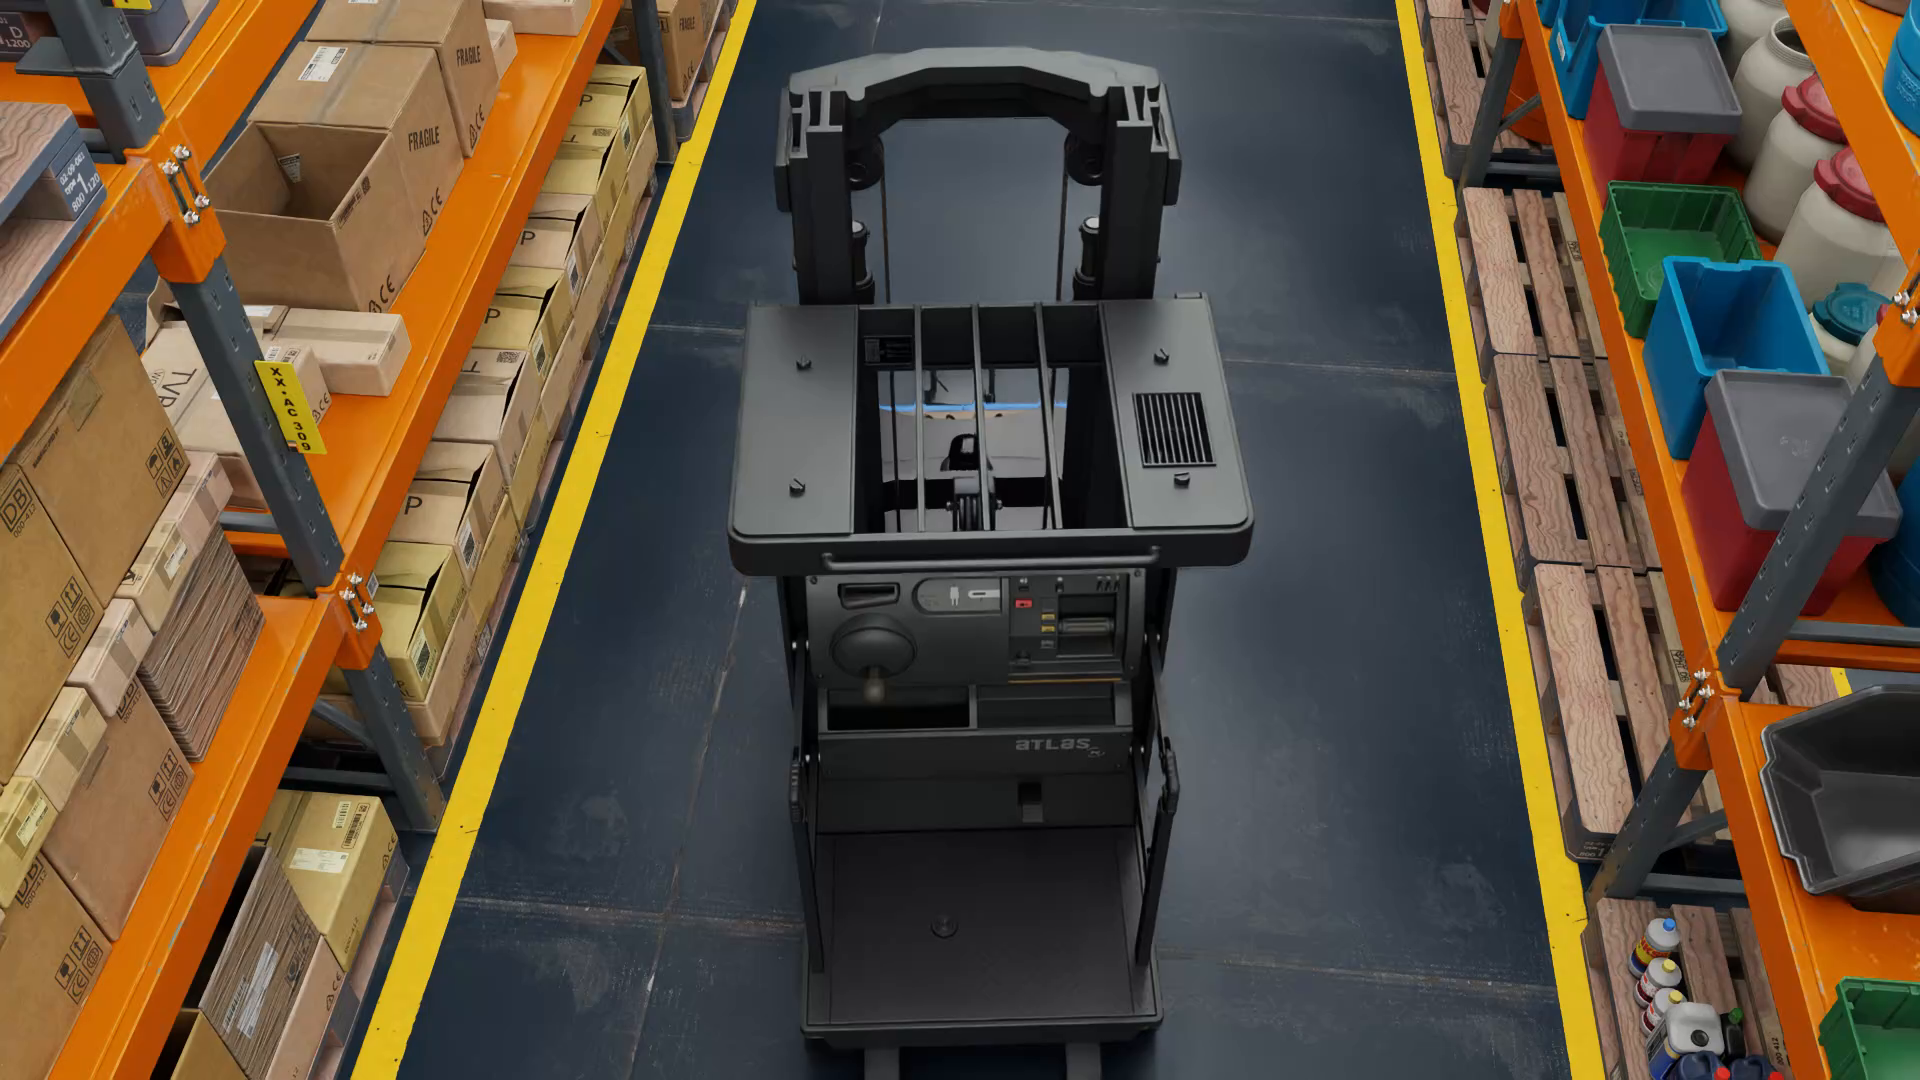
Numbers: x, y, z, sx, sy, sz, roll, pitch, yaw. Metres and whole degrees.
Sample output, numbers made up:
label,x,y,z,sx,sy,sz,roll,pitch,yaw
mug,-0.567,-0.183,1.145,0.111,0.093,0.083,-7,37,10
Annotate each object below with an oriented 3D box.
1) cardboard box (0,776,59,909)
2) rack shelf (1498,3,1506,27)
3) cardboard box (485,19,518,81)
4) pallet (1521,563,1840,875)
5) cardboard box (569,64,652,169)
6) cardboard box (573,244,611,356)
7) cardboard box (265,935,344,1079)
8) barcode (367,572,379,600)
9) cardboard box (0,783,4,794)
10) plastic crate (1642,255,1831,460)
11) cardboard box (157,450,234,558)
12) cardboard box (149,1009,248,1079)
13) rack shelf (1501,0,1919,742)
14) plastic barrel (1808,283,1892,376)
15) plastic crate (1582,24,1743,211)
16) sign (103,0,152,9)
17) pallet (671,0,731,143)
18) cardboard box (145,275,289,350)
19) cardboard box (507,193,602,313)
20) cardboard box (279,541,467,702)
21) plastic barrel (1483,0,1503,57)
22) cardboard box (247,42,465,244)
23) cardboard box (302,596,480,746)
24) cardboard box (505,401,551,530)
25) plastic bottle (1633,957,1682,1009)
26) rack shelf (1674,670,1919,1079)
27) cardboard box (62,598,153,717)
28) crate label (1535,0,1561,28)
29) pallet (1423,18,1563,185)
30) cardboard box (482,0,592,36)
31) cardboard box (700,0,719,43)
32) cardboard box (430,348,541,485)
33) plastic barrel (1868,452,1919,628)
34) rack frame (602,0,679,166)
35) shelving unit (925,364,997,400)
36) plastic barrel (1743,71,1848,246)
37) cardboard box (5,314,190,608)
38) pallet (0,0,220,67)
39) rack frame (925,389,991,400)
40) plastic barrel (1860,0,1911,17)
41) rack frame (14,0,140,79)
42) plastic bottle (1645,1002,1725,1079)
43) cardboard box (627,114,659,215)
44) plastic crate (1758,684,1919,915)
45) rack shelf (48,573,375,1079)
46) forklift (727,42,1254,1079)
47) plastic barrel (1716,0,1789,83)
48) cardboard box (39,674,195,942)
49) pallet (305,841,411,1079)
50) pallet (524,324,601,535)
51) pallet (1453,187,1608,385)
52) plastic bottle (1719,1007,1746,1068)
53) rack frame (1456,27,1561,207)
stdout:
label,x,y,z,sx,sy,sz,roll,pitch,yaw
cardboard box,-2.226,0.645,3.620,0.380,0.149,0.250,4,48,3
rack shelf,3.160,-3.895,8.767,1.077,0.370,4.000,4,48,4
cardboard box,-2.015,-1.978,6.696,0.380,0.149,0.250,7,48,6
pallet,2.646,0.633,6.028,1.003,0.211,1.213,4,48,4
cardboard box,-1.758,-2.005,7.750,0.500,0.311,0.500,5,48,5
cardboard box,-1.852,-1.066,7.271,0.500,0.250,0.500,5,48,4
cardboard box,-2.200,1.444,4.975,0.500,0.250,0.500,4,48,4
barcode,-1.882,0.147,5.328,0.001,0.075,0.075,4,48,4
cardboard box,-2.445,0.530,3.286,0.700,0.500,0.500,4,48,4
plastic crate,2.404,-0.554,5.235,0.392,0.384,0.575,4,48,4
cardboard box,-2.131,-0.103,4.304,0.380,0.149,0.250,4,48,3
cardboard box,-2.243,1.559,4.362,0.500,0.500,0.500,4,48,4
rack shelf,2.795,-0.955,6.078,1.077,0.370,4.000,4,48,4
plastic barrel,2.886,-0.644,5.400,0.301,0.262,0.301,0,48,0
plastic crate,2.525,-1.522,6.066,0.402,0.464,0.583,4,48,4
sign,-1.767,-1.242,3.416,0.100,0.325,0.005,4,48,4
pallet,-1.849,-2.609,8.993,1.003,0.211,1.213,4,48,4
cardboard box,-2.422,-0.677,5.428,0.396,0.266,0.258,3,48,3
cardboard box,-1.847,-1.252,7.061,0.500,0.311,0.500,4,48,3
cardboard box,-2.034,0.246,5.691,0.500,0.311,0.500,4,48,4
plastic barrel,2.967,-2.751,8.635,0.421,0.512,0.421,0,48,0
cardboard box,-2.140,-1.416,5.945,0.500,0.500,0.500,4,48,4
cardboard box,-2.036,0.442,5.891,0.500,0.250,0.500,3,48,3
cardboard box,-1.944,-0.314,6.583,0.500,0.250,0.500,3,48,2
plastic bottle,2.138,1.347,5.084,0.097,0.201,0.097,0,48,0
rack shelf,2.431,1.984,3.390,1.077,0.370,4.000,4,48,4
cardboard box,-2.177,0.272,3.962,0.380,0.149,0.250,3,48,2
crate label,2.566,-2.327,6.959,0.303,0.233,0.416,4,48,4
pallet,3.008,-2.309,8.719,1.003,0.211,1.213,4,48,4
cardboard box,-1.762,-2.239,6.936,0.380,0.149,0.250,4,48,4
cardboard box,-1.587,-3.009,8.865,0.500,0.500,0.500,2,48,2
cardboard box,-1.937,-0.502,6.375,0.500,0.311,0.500,2,48,2
plastic barrel,2.950,-0.161,4.525,0.600,0.901,0.708,4,48,4
rack frame,-1.955,-3.004,7.464,1.000,3.000,0.127,4,48,4
shelving unit,0.001,-0.310,6.423,0.258,0.900,0.210,4,48,4
plastic barrel,3.025,-1.320,5.832,0.433,0.535,0.433,0,48,0
cardboard box,-2.354,-0.209,3.962,0.700,0.500,0.500,4,48,4
pallet,-2.252,-1.661,4.333,0.805,0.209,1.217,2,48,2
rack frame,-0.009,-0.235,6.355,0.240,0.900,0.006,4,48,4
plastic barrel,2.503,-1.779,3.972,0.600,0.901,0.600,0,48,0
rack frame,-2.320,-2.089,2.562,1.000,3.000,0.127,4,48,4
plastic bottle,2.145,1.487,4.905,0.152,0.276,0.135,5,48,5
cardboard box,-1.760,-1.814,7.955,0.500,0.250,0.500,5,48,4
plastic crate,2.438,0.669,4.148,0.767,0.338,0.504,4,48,4
rack shelf,-2.502,1.648,3.697,1.077,0.370,4.000,4,48,4
forklift,0.053,0.334,4.458,1.130,2.935,3.031,-1,48,-1
plastic barrel,3.096,-1.935,6.411,0.421,0.512,0.421,0,48,0
cardboard box,-2.395,0.617,4.086,0.700,0.500,0.500,3,48,3
pallet,-2.434,1.458,5.273,1.003,0.211,1.213,4,48,4
pallet,-2.183,-0.566,7.125,1.003,0.211,1.213,4,48,4
pallet,2.868,-1.160,7.668,1.003,0.211,1.213,4,48,4
plastic bottle,2.251,1.491,4.896,0.061,0.283,0.133,4,48,4
rack frame,2.977,-2.668,7.157,1.000,3.000,0.127,4,48,4
